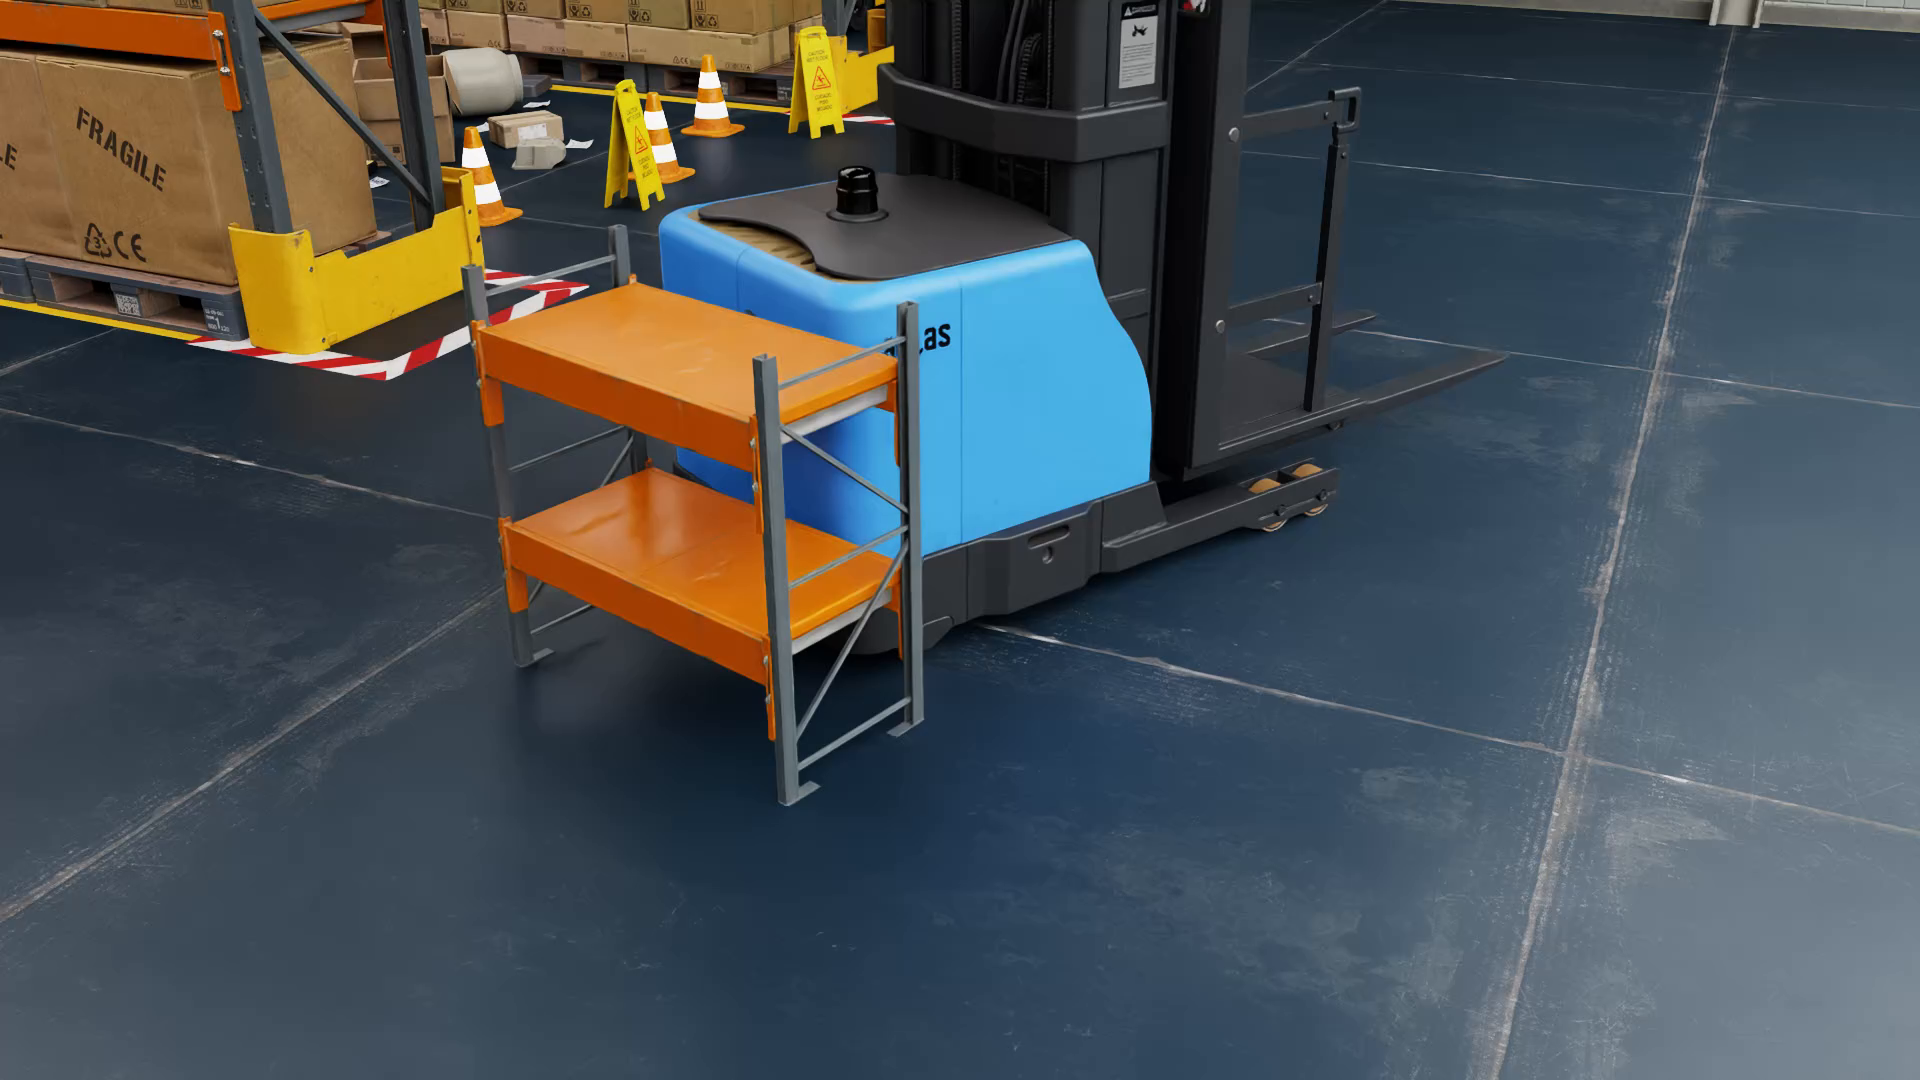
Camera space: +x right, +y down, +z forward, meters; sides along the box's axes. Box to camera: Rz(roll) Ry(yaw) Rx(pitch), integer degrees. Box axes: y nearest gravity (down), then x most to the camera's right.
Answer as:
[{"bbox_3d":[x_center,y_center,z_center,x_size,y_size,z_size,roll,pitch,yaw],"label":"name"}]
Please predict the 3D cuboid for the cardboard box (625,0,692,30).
[{"bbox_3d":[-1.947,-3.797,11.355,0.500,0.500,0.500,12,29,24],"label":"cardboard box"}]

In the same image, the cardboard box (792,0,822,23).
[{"bbox_3d":[-1.275,-3.924,11.613,0.500,0.500,0.500,10,28,20],"label":"cardboard box"}]

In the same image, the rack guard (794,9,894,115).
[{"bbox_3d":[-0.702,-3.262,11.310,0.348,0.500,1.175,11,28,22],"label":"rack guard"}]

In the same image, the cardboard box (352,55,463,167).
[{"bbox_3d":[-3.280,-2.553,9.866,0.637,0.503,0.797,-7,27,-14],"label":"cardboard box"}]

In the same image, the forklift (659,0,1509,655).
[{"bbox_3d":[0.612,-1.509,4.998,3.031,2.935,1.130,-18,32,-33],"label":"forklift"}]

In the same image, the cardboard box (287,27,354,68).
[{"bbox_3d":[-4.134,-2.782,10.177,0.503,0.637,0.797,11,28,22],"label":"cardboard box"}]

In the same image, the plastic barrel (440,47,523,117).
[{"bbox_3d":[-3.140,-2.983,10.830,0.512,0.421,0.421,-12,29,-23],"label":"plastic barrel"}]

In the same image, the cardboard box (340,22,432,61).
[{"bbox_3d":[-3.862,-3.238,11.258,0.500,0.500,0.500,-12,29,-23],"label":"cardboard box"}]

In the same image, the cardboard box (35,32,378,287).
[{"bbox_3d":[-3.235,-1.694,7.224,0.875,0.875,0.875,12,28,22],"label":"cardboard box"}]

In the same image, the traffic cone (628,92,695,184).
[{"bbox_3d":[-1.708,-2.283,9.364,0.334,0.463,0.336,11,28,22],"label":"traffic cone"}]

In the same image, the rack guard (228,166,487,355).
[{"bbox_3d":[-2.568,-1.235,7.193,0.348,0.500,1.175,11,28,22],"label":"rack guard"}]

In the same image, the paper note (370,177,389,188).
[{"bbox_3d":[-3.277,-1.990,9.260,0.142,0.017,0.144,23,35,39],"label":"paper note"}]

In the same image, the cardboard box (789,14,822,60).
[{"bbox_3d":[-1.253,-3.584,11.770,0.500,0.250,0.500,11,28,21],"label":"cardboard box"}]

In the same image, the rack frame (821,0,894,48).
[{"bbox_3d":[-0.633,-4.370,10.730,0.127,3.000,1.000,11,28,22],"label":"rack frame"}]

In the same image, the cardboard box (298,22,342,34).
[{"bbox_3d":[-4.753,-4.206,12.896,0.625,0.372,0.950,12,29,22],"label":"cardboard box"}]

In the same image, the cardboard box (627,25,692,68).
[{"bbox_3d":[-1.948,-3.462,11.524,0.500,0.250,0.500,11,28,22],"label":"cardboard box"}]

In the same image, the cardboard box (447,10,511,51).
[{"bbox_3d":[-3.358,-3.747,12.102,0.500,0.250,0.500,13,29,25],"label":"cardboard box"}]

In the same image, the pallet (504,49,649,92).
[{"bbox_3d":[-2.534,-3.519,12.159,1.213,0.211,1.003,11,28,22],"label":"pallet"}]

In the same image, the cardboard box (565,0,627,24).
[{"bbox_3d":[-2.403,-3.892,11.548,0.500,0.500,0.500,11,28,21],"label":"cardboard box"}]

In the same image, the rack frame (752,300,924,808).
[{"bbox_3d":[-0.264,0.043,3.889,0.032,1.125,0.500,20,33,35],"label":"rack frame"}]

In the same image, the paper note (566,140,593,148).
[{"bbox_3d":[-2.317,-2.410,10.111,0.142,0.019,0.148,2,26,4],"label":"paper note"}]

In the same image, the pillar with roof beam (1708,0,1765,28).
[{"bbox_3d":[4.837,-6.720,8.711,0.400,9.000,9.100,11,28,22],"label":"pillar with roof beam"}]

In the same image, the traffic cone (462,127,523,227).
[{"bbox_3d":[-2.486,-1.891,8.567,0.334,0.463,0.336,11,28,22],"label":"traffic cone"}]

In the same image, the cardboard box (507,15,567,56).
[{"bbox_3d":[-2.874,-3.651,11.907,0.500,0.250,0.500,11,28,21],"label":"cardboard box"}]

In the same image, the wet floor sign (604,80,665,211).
[{"bbox_3d":[-1.744,-2.096,8.776,0.232,0.644,0.267,6,27,13],"label":"wet floor sign"}]

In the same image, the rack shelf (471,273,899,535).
[{"bbox_3d":[-0.657,-0.362,4.049,1.000,0.278,0.538,20,33,35],"label":"rack shelf"}]

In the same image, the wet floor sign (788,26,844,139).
[{"bbox_3d":[-0.903,-2.849,10.306,0.232,0.644,0.267,23,35,39],"label":"wet floor sign"}]

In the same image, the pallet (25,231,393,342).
[{"bbox_3d":[-3.350,-1.225,7.499,1.213,0.211,1.003,11,28,22],"label":"pallet"}]

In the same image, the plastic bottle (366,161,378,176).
[{"bbox_3d":[-3.489,-2.127,9.500,0.283,0.061,0.133,2,26,4],"label":"plastic bottle"}]

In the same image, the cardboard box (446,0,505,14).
[{"bbox_3d":[-3.357,-4.083,11.936,0.500,0.500,0.500,13,29,24],"label":"cardboard box"}]

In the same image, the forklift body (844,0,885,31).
[{"bbox_3d":[-1.063,-5.599,14.187,1.214,2.155,2.313,11,28,22],"label":"forklift body"}]

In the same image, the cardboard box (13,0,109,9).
[{"bbox_3d":[-3.456,-2.570,6.904,0.550,0.550,0.875,11,28,22],"label":"cardboard box"}]

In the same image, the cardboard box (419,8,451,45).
[{"bbox_3d":[-3.849,-3.840,12.291,0.500,0.250,0.500,10,28,19],"label":"cardboard box"}]

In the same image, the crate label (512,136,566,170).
[{"bbox_3d":[-2.450,-2.256,9.677,0.298,0.136,0.250,-2,26,-5],"label":"crate label"}]

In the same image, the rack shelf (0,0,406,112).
[{"bbox_3d":[-4.410,-2.404,7.552,4.000,0.370,1.077,11,28,22],"label":"rack shelf"}]

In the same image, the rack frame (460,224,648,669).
[{"bbox_3d":[-1.049,-0.243,4.469,0.032,1.125,0.500,20,33,35],"label":"rack frame"}]

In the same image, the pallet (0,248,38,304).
[{"bbox_3d":[-4.457,-1.449,7.953,1.213,0.211,1.003,11,28,22],"label":"pallet"}]

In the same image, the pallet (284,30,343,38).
[{"bbox_3d":[-4.983,-3.992,13.119,1.213,0.211,1.003,11,28,22],"label":"pallet"}]

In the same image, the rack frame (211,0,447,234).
[{"bbox_3d":[-2.590,-2.361,6.650,0.127,3.000,1.000,11,28,22],"label":"rack frame"}]

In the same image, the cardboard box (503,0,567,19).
[{"bbox_3d":[-2.885,-3.988,11.742,0.500,0.500,0.500,13,29,24],"label":"cardboard box"}]

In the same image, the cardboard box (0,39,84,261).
[{"bbox_3d":[-4.036,-1.854,7.549,0.875,0.875,0.875,11,28,21],"label":"cardboard box"}]

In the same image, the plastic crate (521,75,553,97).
[{"bbox_3d":[-3.184,-3.175,11.608,0.583,0.080,0.402,2,26,4],"label":"plastic crate"}]

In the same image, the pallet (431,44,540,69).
[{"bbox_3d":[-3.648,-3.742,12.611,1.213,0.211,1.003,11,28,22],"label":"pallet"}]

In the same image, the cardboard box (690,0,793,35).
[{"bbox_3d":[-1.470,-3.703,11.164,0.500,0.500,0.500,12,28,22],"label":"cardboard box"}]

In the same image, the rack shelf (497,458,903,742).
[{"bbox_3d":[-0.656,0.120,4.287,1.000,0.278,0.538,20,33,35],"label":"rack shelf"}]

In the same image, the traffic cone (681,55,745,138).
[{"bbox_3d":[-1.558,-2.792,10.397,0.334,0.463,0.336,11,28,22],"label":"traffic cone"}]

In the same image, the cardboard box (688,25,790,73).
[{"bbox_3d":[-1.502,-3.369,11.334,0.500,0.250,0.500,11,28,22],"label":"cardboard box"}]

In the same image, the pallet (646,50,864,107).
[{"bbox_3d":[-1.427,-3.296,11.705,1.213,0.211,1.003,11,28,22],"label":"pallet"}]

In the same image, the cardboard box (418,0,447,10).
[{"bbox_3d":[-3.849,-4.176,12.125,0.500,0.500,0.500,13,29,24],"label":"cardboard box"}]

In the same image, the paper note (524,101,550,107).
[{"bbox_3d":[-2.842,-2.931,11.169,0.148,0.019,0.142,2,26,4],"label":"paper note"}]

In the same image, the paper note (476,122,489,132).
[{"bbox_3d":[-3.028,-2.621,10.552,0.142,0.019,0.148,23,35,39],"label":"paper note"}]

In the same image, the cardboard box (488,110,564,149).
[{"bbox_3d":[-2.662,-2.518,10.197,0.380,0.149,0.250,-18,31,-31],"label":"cardboard box"}]

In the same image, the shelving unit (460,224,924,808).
[{"bbox_3d":[-0.656,-0.100,4.179,1.048,1.125,0.538,20,33,35],"label":"shelving unit"}]

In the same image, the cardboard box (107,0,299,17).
[{"bbox_3d":[-2.946,-2.478,6.718,0.550,0.550,0.875,11,28,22],"label":"cardboard box"}]

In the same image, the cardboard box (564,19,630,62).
[{"bbox_3d":[-2.427,-3.556,11.714,0.500,0.250,0.500,10,28,20],"label":"cardboard box"}]
